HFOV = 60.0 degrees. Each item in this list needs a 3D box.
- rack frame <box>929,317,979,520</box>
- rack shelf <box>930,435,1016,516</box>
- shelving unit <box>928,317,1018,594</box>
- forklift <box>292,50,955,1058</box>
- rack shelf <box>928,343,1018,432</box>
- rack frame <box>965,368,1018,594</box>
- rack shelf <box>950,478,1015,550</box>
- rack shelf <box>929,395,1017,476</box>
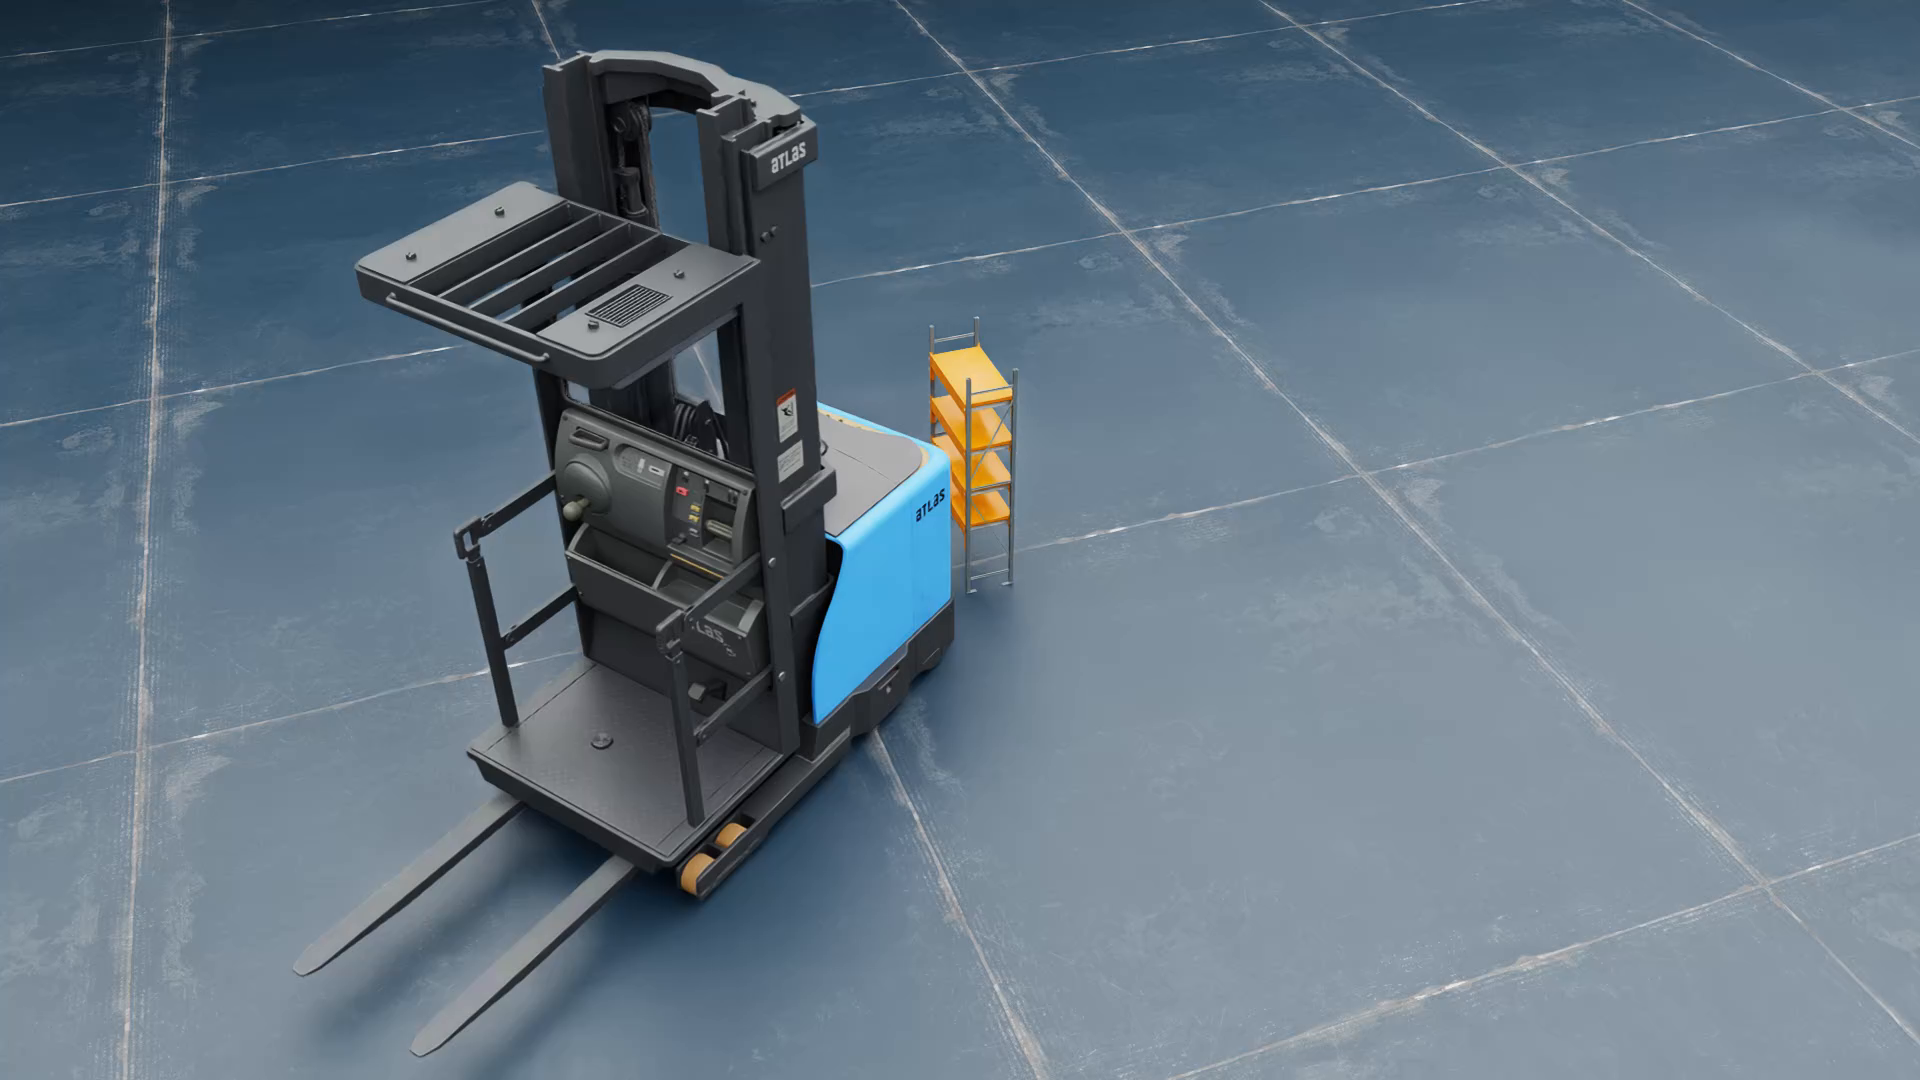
[{"bbox_3d":[-0.027,-0.524,8.008,0.240,1.200,0.015,-12,39,-16],"label":"rack frame"},{"bbox_3d":[0.057,-0.332,7.866,0.258,0.148,0.480,-12,39,-16],"label":"rack shelf"},{"bbox_3d":[0.057,-0.386,7.825,0.258,1.200,0.503,-12,39,-16],"label":"shelving unit"},{"bbox_3d":[-1.261,-0.113,6.024,1.130,2.935,3.031,22,42,26],"label":"forklift"},{"bbox_3d":[0.057,-0.700,7.589,0.258,0.148,0.480,-12,39,-16],"label":"rack shelf"},{"bbox_3d":[0.141,-0.248,7.642,0.240,1.200,0.015,-12,39,-16],"label":"rack frame"},{"bbox_3d":[0.057,-0.173,7.985,0.258,0.148,0.480,-12,39,-16],"label":"rack shelf"},{"bbox_3d":[0.057,-0.511,7.731,0.258,0.148,0.480,-12,39,-16],"label":"rack shelf"}]
